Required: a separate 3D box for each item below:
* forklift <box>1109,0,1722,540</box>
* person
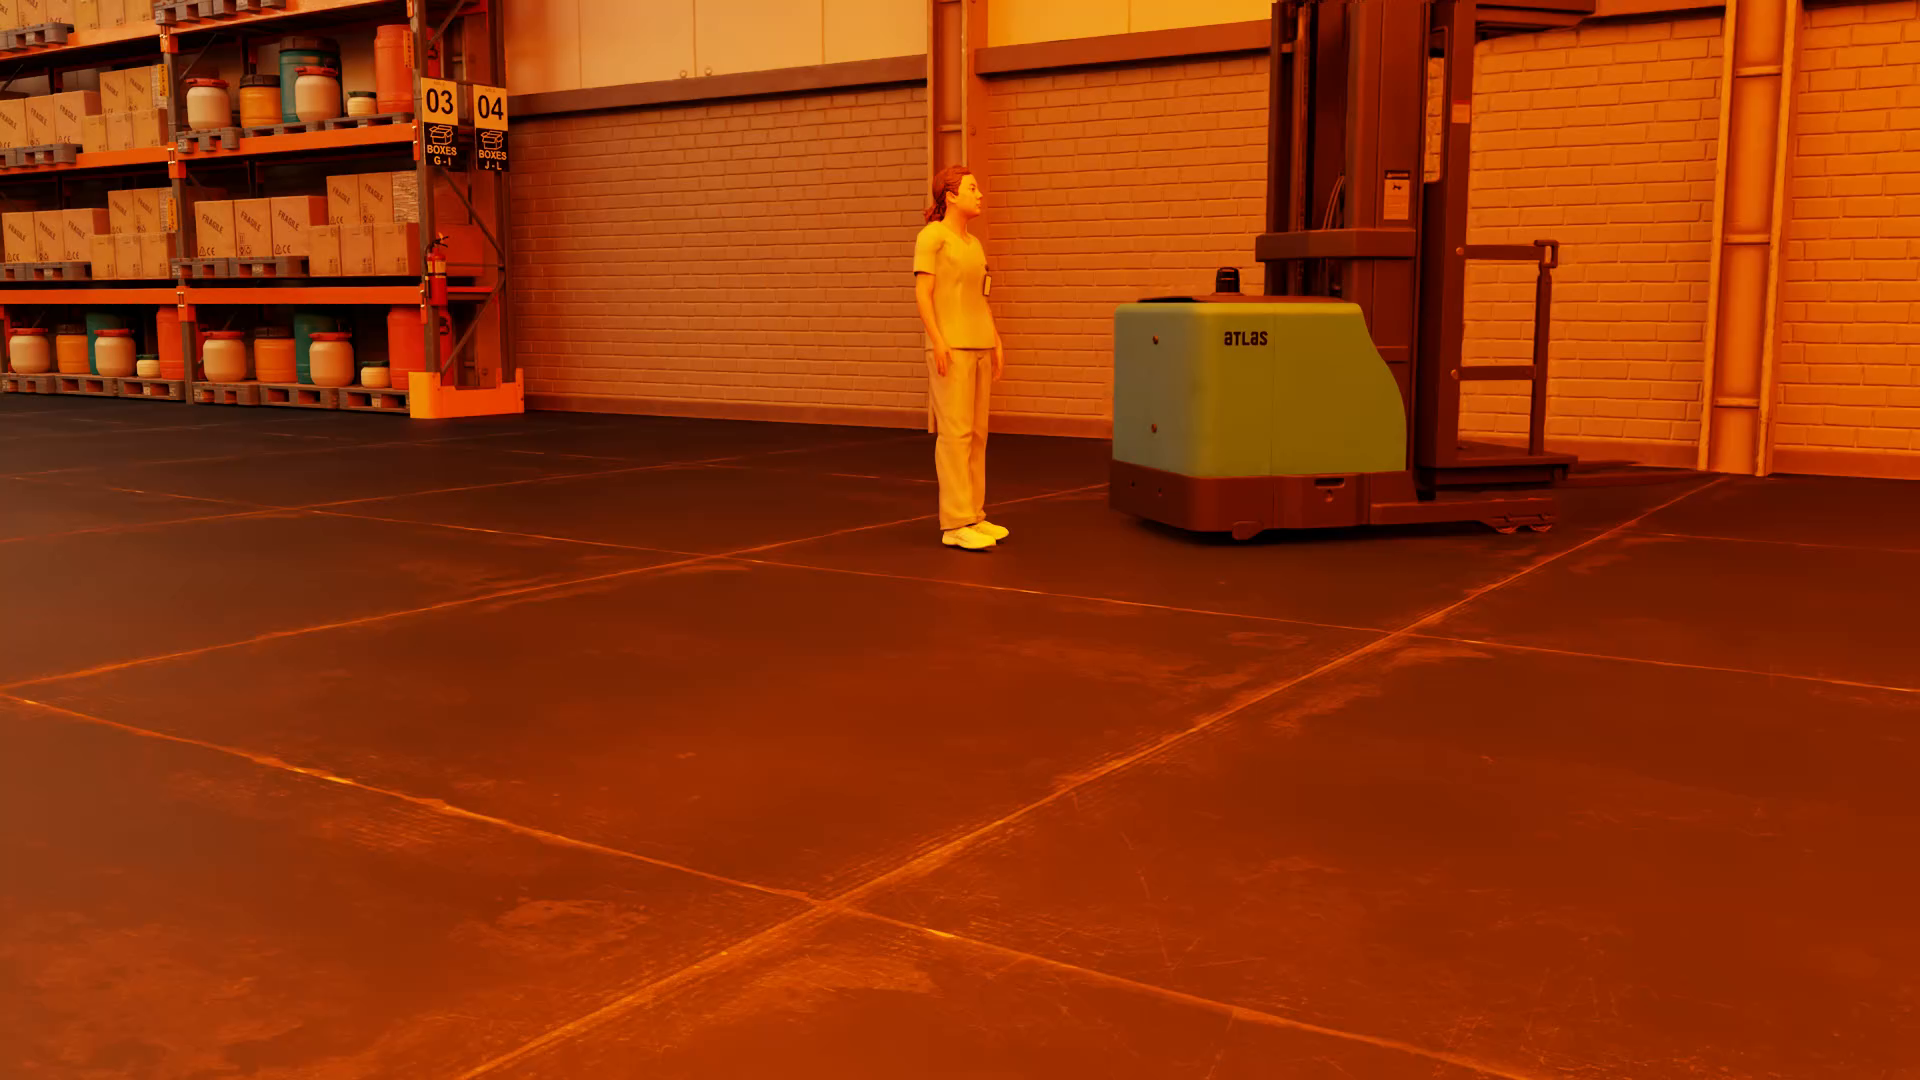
[{"bbox_3d":[2.312,-1.547,8.073,3.031,2.935,1.130,-3,9,-18],"label":"forklift"},{"bbox_3d":[0.054,-0.830,7.432,0.548,1.674,0.549,5,10,34],"label":"person"}]
